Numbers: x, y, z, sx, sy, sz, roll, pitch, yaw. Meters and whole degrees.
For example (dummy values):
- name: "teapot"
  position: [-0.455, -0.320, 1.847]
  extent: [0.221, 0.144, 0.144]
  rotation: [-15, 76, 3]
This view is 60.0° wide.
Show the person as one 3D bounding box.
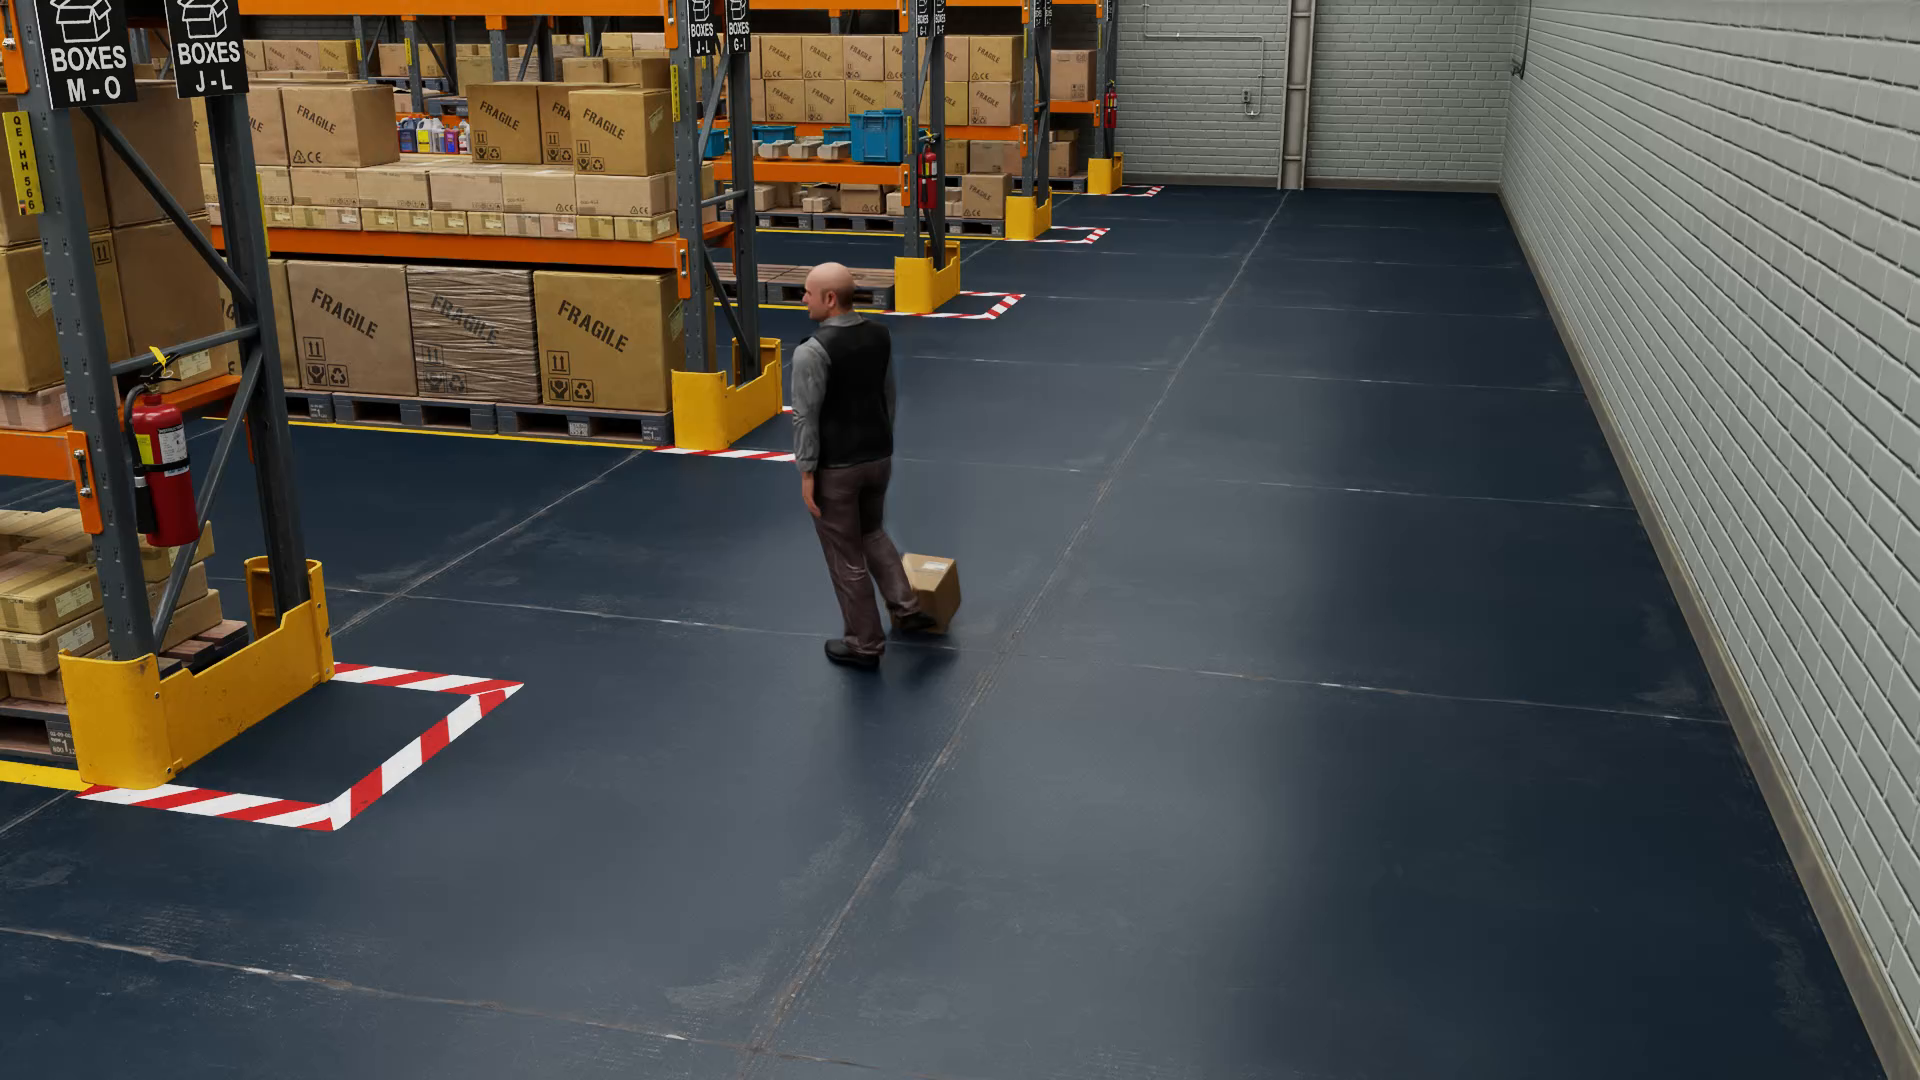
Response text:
- name: "person"
  position: [-0.424, -0.312, 6.994]
  extent: [0.455, 1.713, 0.687]
  rotation: [16, 24, 40]
